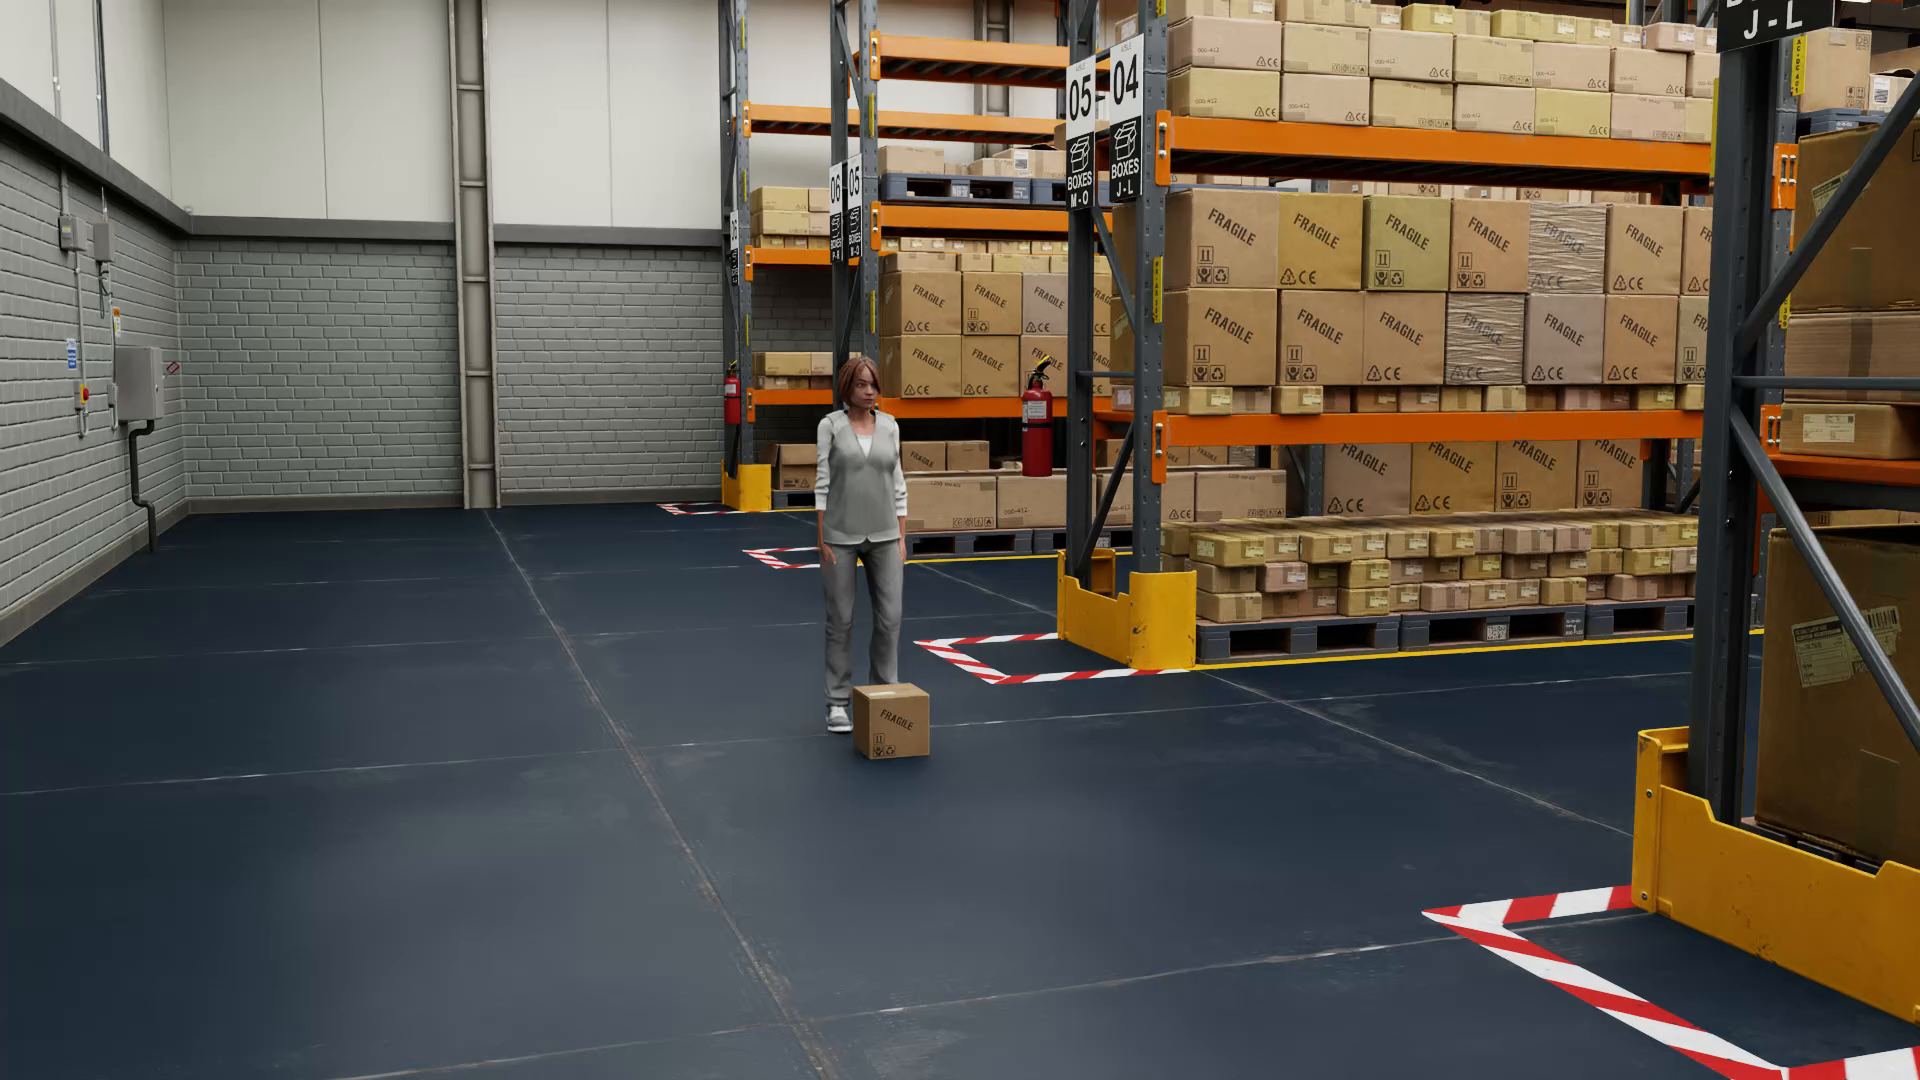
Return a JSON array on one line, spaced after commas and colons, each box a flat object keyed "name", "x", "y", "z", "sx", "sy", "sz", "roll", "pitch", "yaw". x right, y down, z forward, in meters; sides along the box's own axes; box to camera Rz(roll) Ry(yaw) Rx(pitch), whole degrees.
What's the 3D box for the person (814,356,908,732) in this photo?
[{"name": "person", "x": -0.413, "y": 0.019, "z": 7.093, "sx": 0.413, "sy": 1.601, "sz": 0.370, "roll": -2, "pitch": 6, "yaw": -18}]
